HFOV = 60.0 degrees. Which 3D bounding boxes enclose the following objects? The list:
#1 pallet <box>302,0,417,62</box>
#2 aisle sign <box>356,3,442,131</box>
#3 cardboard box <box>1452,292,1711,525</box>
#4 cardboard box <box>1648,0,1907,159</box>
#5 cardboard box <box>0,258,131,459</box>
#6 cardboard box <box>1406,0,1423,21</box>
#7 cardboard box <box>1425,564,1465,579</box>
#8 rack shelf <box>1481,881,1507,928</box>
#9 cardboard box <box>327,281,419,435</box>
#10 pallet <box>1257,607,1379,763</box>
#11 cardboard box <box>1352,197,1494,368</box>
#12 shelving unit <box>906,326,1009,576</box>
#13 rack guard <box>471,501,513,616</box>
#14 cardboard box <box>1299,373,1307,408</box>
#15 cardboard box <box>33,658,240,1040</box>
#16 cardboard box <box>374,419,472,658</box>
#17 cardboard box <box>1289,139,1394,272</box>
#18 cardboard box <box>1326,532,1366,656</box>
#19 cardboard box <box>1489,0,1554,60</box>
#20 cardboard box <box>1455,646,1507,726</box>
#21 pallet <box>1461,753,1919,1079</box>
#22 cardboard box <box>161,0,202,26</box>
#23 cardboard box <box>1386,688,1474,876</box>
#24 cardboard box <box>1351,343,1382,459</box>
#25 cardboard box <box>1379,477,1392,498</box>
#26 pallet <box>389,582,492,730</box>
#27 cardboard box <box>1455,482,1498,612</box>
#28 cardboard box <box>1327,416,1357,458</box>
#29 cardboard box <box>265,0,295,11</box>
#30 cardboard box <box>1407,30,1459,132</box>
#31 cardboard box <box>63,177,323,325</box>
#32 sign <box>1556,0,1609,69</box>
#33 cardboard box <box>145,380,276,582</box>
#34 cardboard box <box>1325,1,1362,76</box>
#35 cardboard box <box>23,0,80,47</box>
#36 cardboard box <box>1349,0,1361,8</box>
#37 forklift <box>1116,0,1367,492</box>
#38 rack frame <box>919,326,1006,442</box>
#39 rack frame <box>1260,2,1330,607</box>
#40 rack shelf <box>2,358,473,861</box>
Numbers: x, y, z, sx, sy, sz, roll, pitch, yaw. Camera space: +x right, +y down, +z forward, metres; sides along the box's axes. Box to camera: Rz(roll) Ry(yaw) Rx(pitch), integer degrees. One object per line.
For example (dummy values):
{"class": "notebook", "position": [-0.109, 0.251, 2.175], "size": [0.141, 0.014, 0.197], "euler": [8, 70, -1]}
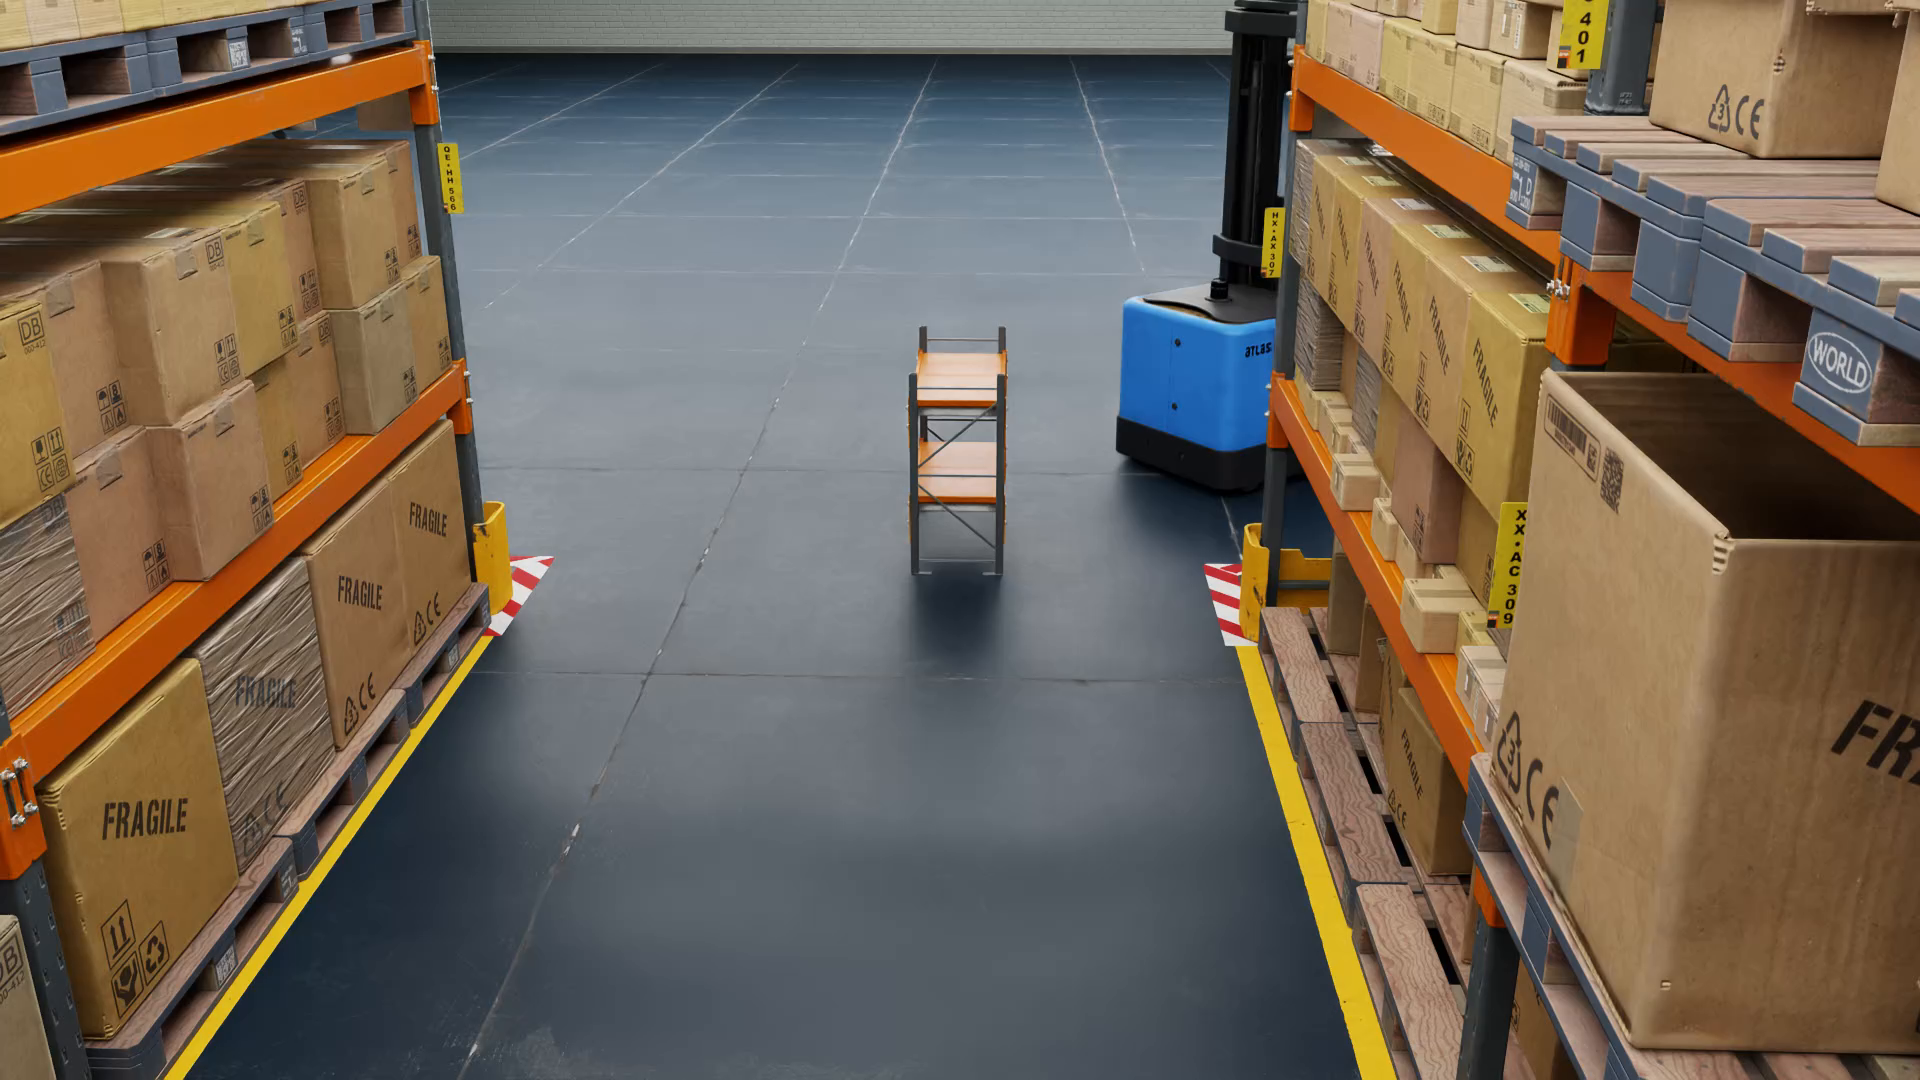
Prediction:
{"class": "pallet", "position": [-2.961, -2.156, 6.914], "size": [1.003, 0.211, 1.213], "euler": [1, 21, 2]}
{"class": "aisle sign", "position": [-2.646, -2.301, 7.720], "size": [0.394, 0.787, 0.004], "euler": [1, 21, 2]}
{"class": "cardboard box", "position": [1.623, -0.347, 4.345], "size": [0.500, 0.500, 0.500], "euler": [1, 21, 2]}
{"class": "cardboard box", "position": [1.771, -1.003, 3.098], "size": [0.797, 0.503, 0.637], "euler": [0, 21, -1]}
{"class": "cardboard box", "position": [-3.124, -0.527, 5.041], "size": [0.875, 0.550, 0.550], "euler": [1, 21, 2]}
{"class": "cardboard box", "position": [1.732, -1.833, 5.615], "size": [0.380, 0.149, 0.250], "euler": [0, 21, 1]}
{"class": "cardboard box", "position": [1.718, 0.146, 5.354], "size": [0.380, 0.149, 0.250], "euler": [1, 21, 2]}
{"class": "rack shelf", "position": [1.824, 1.529, 2.437], "size": [1.077, 0.370, 4.000], "euler": [1, 21, 2]}
{"class": "cardboard box", "position": [-2.909, -0.803, 7.245], "size": [0.875, 0.550, 0.550], "euler": [1, 21, 2]}
{"class": "pallet", "position": [1.944, 0.645, 7.575], "size": [1.003, 0.211, 1.213], "euler": [1, 21, 2]}
{"class": "cardboard box", "position": [1.672, -0.889, 5.742], "size": [0.500, 0.500, 0.500], "euler": [1, 21, 2]}
{"class": "shelving unit", "position": [0.000, -0.522, 9.319], "size": [0.538, 1.125, 1.048], "euler": [1, 21, 2]}
{"class": "rack guard", "position": [-2.948, 0.090, 8.607], "size": [1.175, 0.500, 0.348], "euler": [1, 21, 2]}
{"class": "cardboard box", "position": [1.732, -0.668, 7.452], "size": [0.380, 0.149, 0.250], "euler": [1, 21, 2]}
{"class": "cardboard box", "position": [-2.981, 0.947, 5.297], "size": [0.875, 0.875, 0.875], "euler": [1, 21, 2]}
{"class": "cardboard box", "position": [-2.903, -0.026, 7.807], "size": [0.875, 0.875, 0.875], "euler": [1, 21, 2]}
{"class": "cardboard box", "position": [1.717, -1.432, 7.140], "size": [0.500, 0.500, 0.500], "euler": [1, 21, 2]}
{"class": "cardboard box", "position": [1.970, 0.219, 7.692], "size": [0.500, 0.500, 0.500], "euler": [5, 22, 12]}
{"class": "cardboard box", "position": [1.626, -1.352, 4.376], "size": [0.380, 0.149, 0.250], "euler": [0, 21, -1]}
{"class": "cardboard box", "position": [1.614, 0.416, 4.657], "size": [0.380, 0.149, 0.250], "euler": [1, 21, 2]}
{"class": "pallet", "position": [1.716, 0.834, 3.497], "size": [1.003, 0.211, 1.213], "euler": [1, 21, 2]}
{"class": "cardboard box", "position": [-2.682, -1.733, 5.330], "size": [0.380, 0.149, 0.250], "euler": [1, 21, 2]}
{"class": "cardboard box", "position": [1.887, 0.863, 6.033], "size": [0.500, 0.500, 0.500], "euler": [-1, 21, -3]}
{"class": "cardboard box", "position": [2.008, -0.600, 6.380], "size": [0.875, 0.500, 0.500], "euler": [1, 21, 2]}
{"class": "cardboard box", "position": [1.742, -0.125, 6.052], "size": [0.380, 0.149, 0.250], "euler": [1, 21, 2]}
{"class": "pallet", "position": [-2.895, 0.523, 7.890], "size": [1.003, 0.211, 1.213], "euler": [1, 21, 2]}
{"class": "cardboard box", "position": [2.010, -0.057, 4.981], "size": [0.875, 0.500, 0.500], "euler": [1, 21, 2]}
{"class": "cardboard box", "position": [1.708, -0.397, 6.753], "size": [0.380, 0.149, 0.250], "euler": [1, 21, 2]}
{"class": "cardboard box", "position": [-2.659, -2.007, 6.038], "size": [0.380, 0.149, 0.250], "euler": [1, 21, 2]}
{"class": "cardboard box", "position": [1.674, -1.399, 5.048], "size": [0.500, 0.250, 0.500], "euler": [0, 21, 1]}
{"class": "cardboard box", "position": [-3.076, -1.106, 6.532], "size": [0.875, 0.550, 0.550], "euler": [1, 21, 2]}
{"class": "sign", "position": [1.342, -1.172, 3.542], "size": [0.100, 0.325, 0.005], "euler": [1, 21, 2]}
{"class": "cardboard box", "position": [-2.943, -0.217, 5.735], "size": [0.875, 0.550, 0.550], "euler": [1, 21, 2]}
{"class": "cardboard box", "position": [1.724, -1.947, 6.460], "size": [0.500, 0.250, 0.500], "euler": [0, 21, 0]}
{"class": "cardboard box", "position": [-2.704, -1.456, 4.617], "size": [0.380, 0.149, 0.250], "euler": [1, 21, 2]}
{"class": "cardboard box", "position": [1.698, -2.110, 6.330], "size": [0.380, 0.149, 0.250], "euler": [1, 21, 4]}
{"class": "forklift", "position": [2.500, -2.068, 10.806], "size": [3.031, 2.935, 1.130], "euler": [-15, 26, -34]}
{"class": "rack frame", "position": [0.015, -0.706, 9.793], "size": [0.500, 1.125, 0.032], "euler": [1, 21, 2]}
{"class": "rack frame", "position": [2.006, -0.976, 7.898], "size": [1.000, 3.000, 0.127], "euler": [1, 21, 2]}
{"class": "rack shelf", "position": [-3.009, -0.009, 6.399], "size": [1.077, 0.370, 4.000], "euler": [1, 21, 2]}
